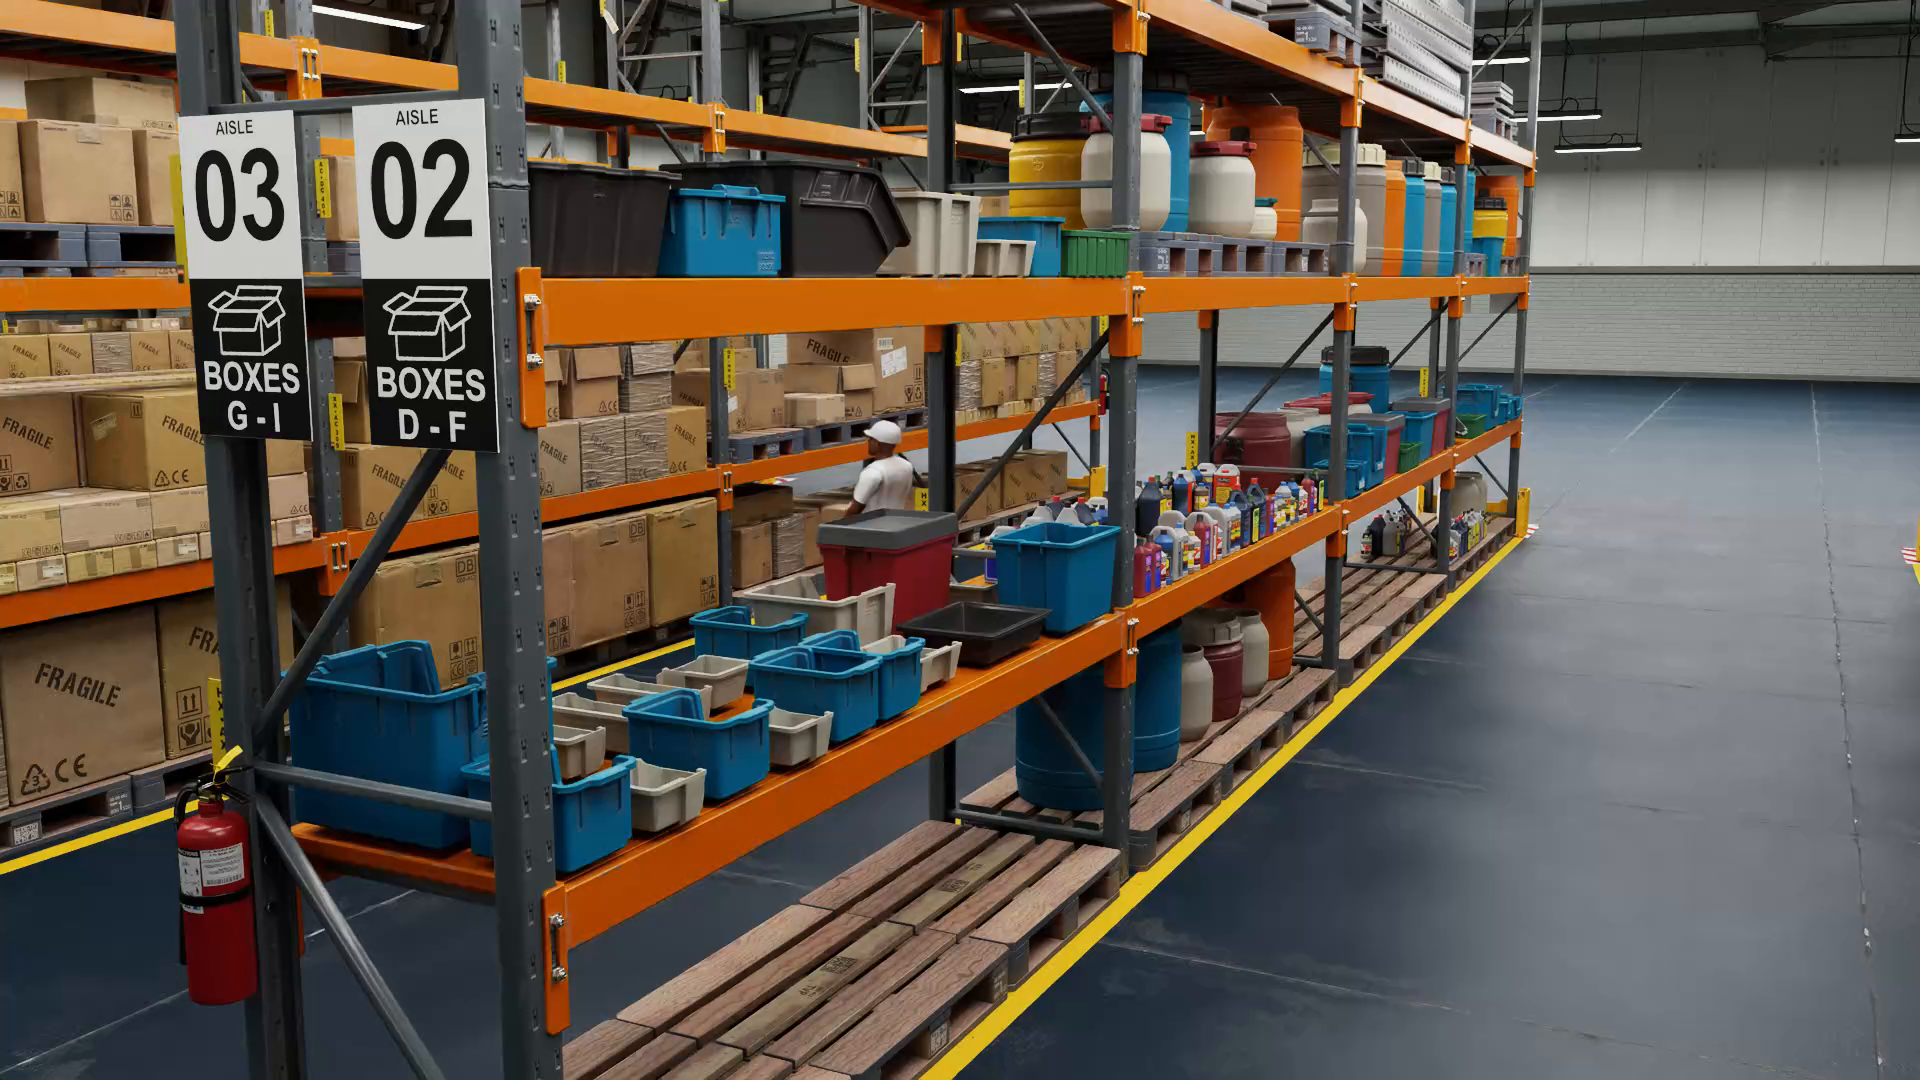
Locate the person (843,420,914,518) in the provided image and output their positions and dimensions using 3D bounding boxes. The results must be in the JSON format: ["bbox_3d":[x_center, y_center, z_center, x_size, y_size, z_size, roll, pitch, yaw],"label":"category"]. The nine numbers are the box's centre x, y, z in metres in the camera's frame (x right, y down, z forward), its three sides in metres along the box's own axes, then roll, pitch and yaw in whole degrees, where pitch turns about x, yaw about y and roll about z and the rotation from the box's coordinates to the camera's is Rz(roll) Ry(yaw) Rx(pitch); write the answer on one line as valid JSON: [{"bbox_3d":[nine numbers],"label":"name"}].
[{"bbox_3d":[-0.669,-0.014,12.373,0.566,1.770,0.520,5,10,31],"label":"person"}]
